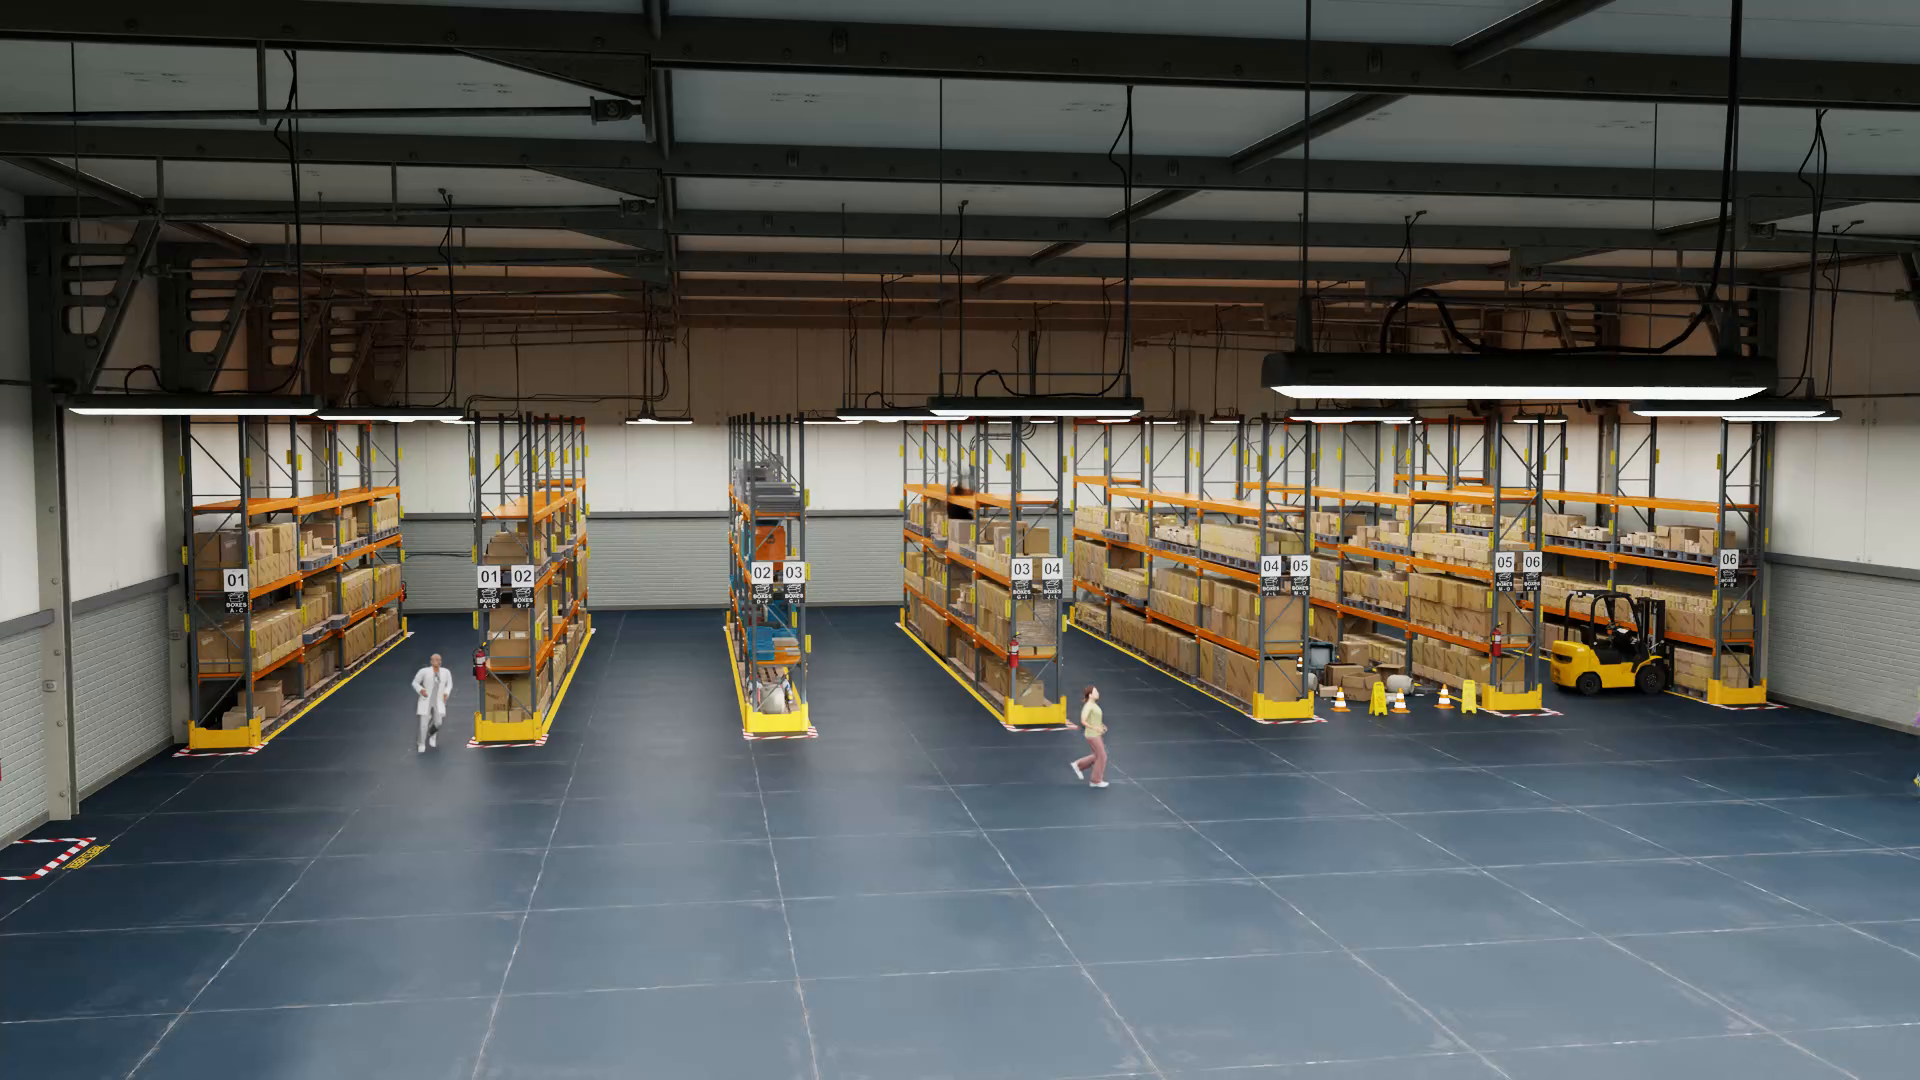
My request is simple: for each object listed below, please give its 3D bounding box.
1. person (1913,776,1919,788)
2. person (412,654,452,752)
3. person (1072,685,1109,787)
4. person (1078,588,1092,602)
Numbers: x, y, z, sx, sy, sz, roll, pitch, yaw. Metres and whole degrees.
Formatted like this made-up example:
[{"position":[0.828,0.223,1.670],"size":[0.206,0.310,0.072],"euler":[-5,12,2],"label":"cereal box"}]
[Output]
[{"position":[14.783,3.152,25.147],"size":[0.625,1.719,0.700],"euler":[3,5,37],"label":"person"},{"position":[-9.328,2.874,29.473],"size":[0.714,1.703,0.613],"euler":[-2,4,-27],"label":"person"},{"position":[2.068,3.111,26.433],"size":[0.609,1.619,0.580],"euler":[1,4,15],"label":"person"},{"position":[3.763,1.497,49.782],"size":[0.620,1.711,0.700],"euler":[-1,4,-7],"label":"person"}]
